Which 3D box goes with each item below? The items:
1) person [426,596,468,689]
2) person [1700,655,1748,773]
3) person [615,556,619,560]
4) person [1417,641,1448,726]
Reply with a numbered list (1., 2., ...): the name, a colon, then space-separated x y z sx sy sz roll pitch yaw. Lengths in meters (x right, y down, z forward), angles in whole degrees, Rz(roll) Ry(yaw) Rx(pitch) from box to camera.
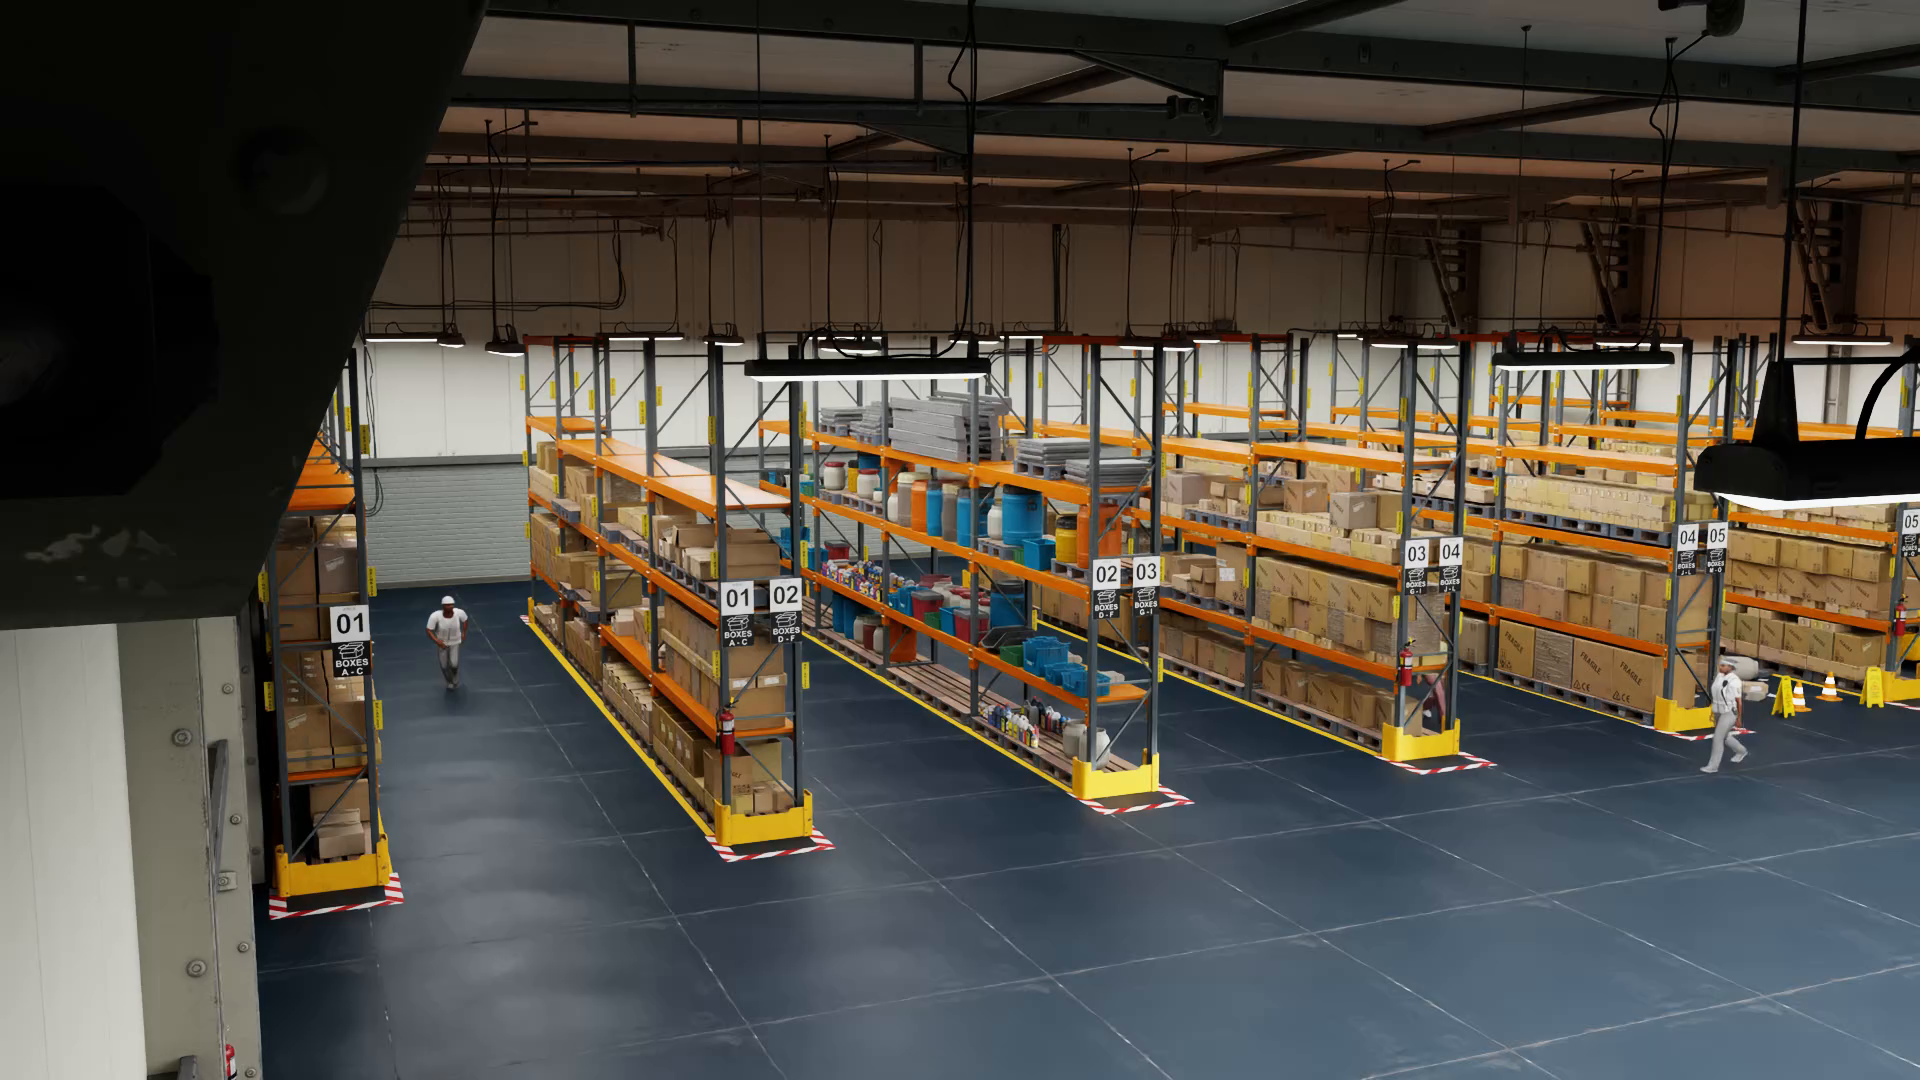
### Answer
1. person: -8.714 1.750 28.301 0.664 1.667 0.700 -2 8 -12
2. person: 10.772 2.413 23.316 0.965 1.643 0.448 -3 8 -20
3. person: -7.717 0.509 37.685 0.415 1.670 0.507 -3 8 -21
4. person: 7.439 2.103 26.039 0.444 1.557 1.019 -2 8 -17
